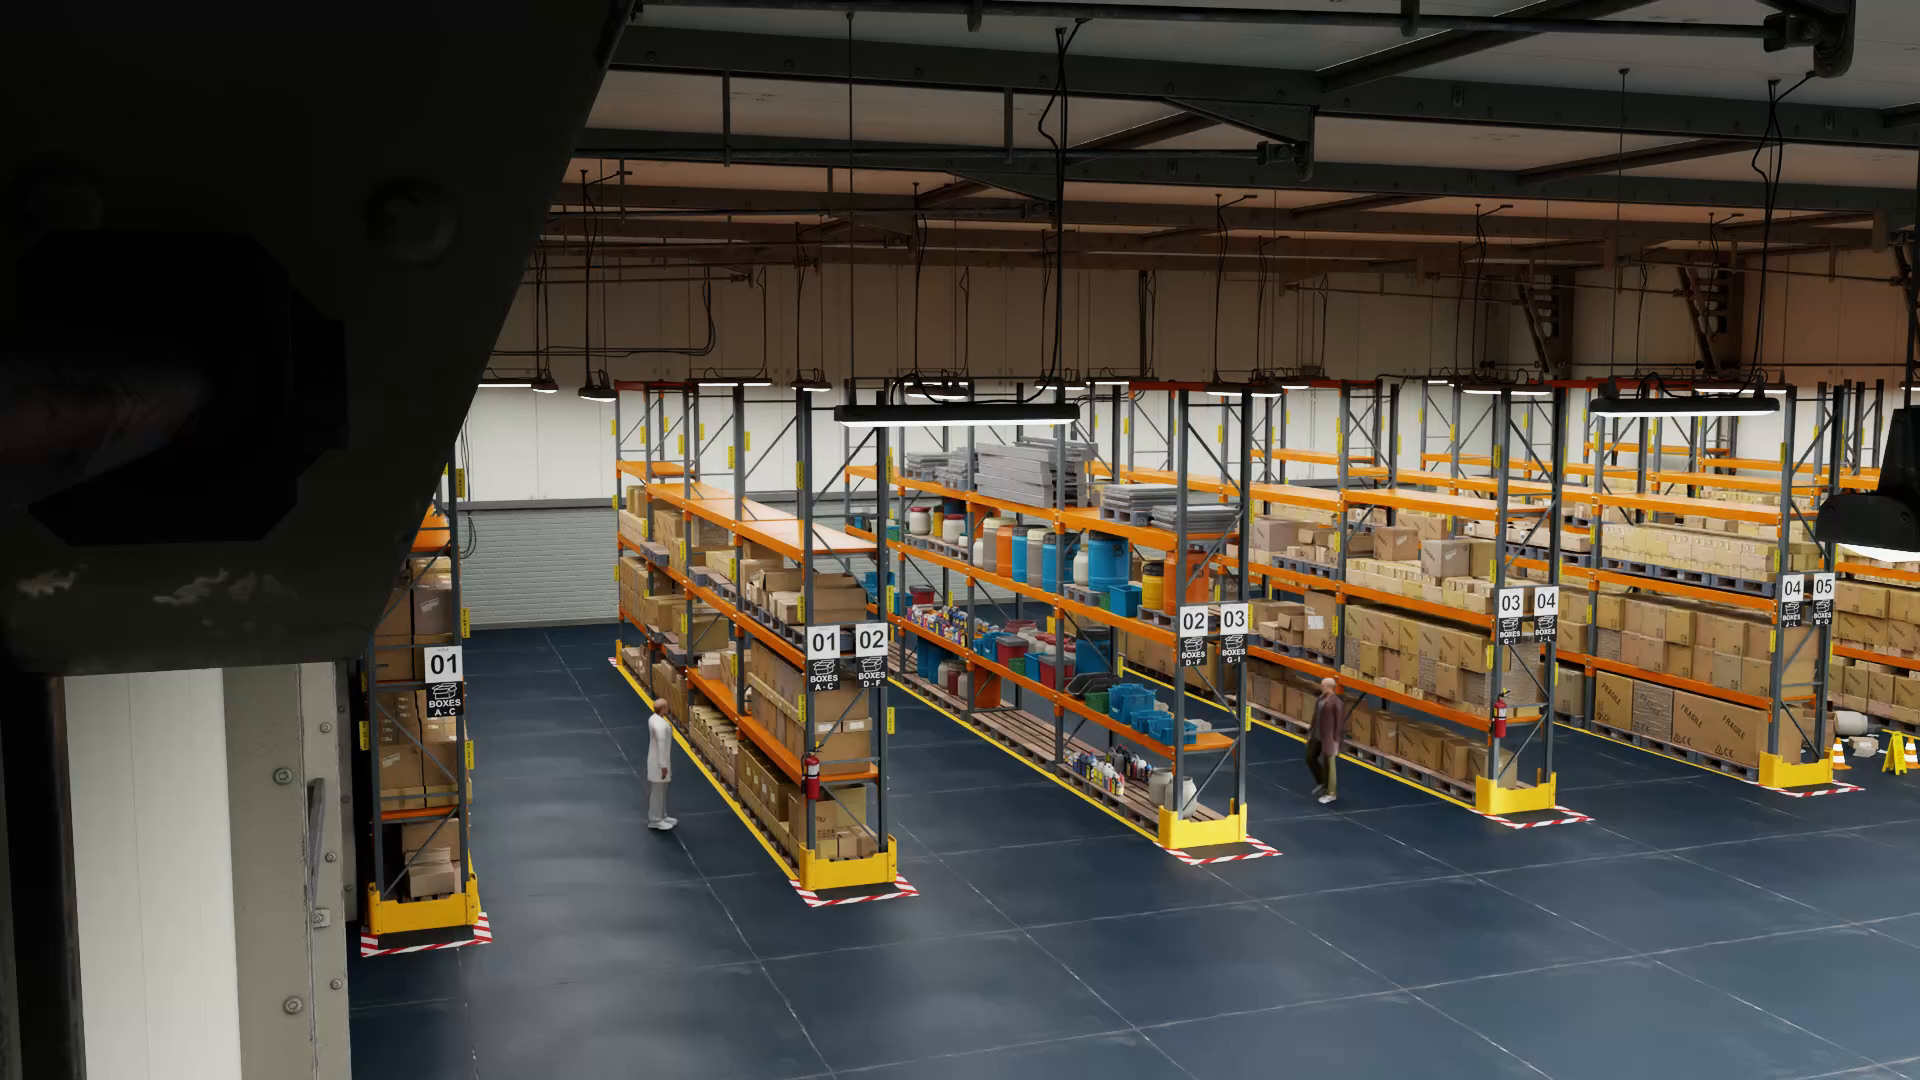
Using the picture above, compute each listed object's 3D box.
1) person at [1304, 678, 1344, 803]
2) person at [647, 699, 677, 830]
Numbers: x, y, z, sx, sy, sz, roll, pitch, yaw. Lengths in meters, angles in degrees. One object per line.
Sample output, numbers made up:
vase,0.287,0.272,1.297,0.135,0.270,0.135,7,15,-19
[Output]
person,5.309,2.890,24.170,0.549,1.804,0.590,-3,7,-29
person,-4.067,3.046,22.675,0.410,1.793,0.603,-1,6,-12
